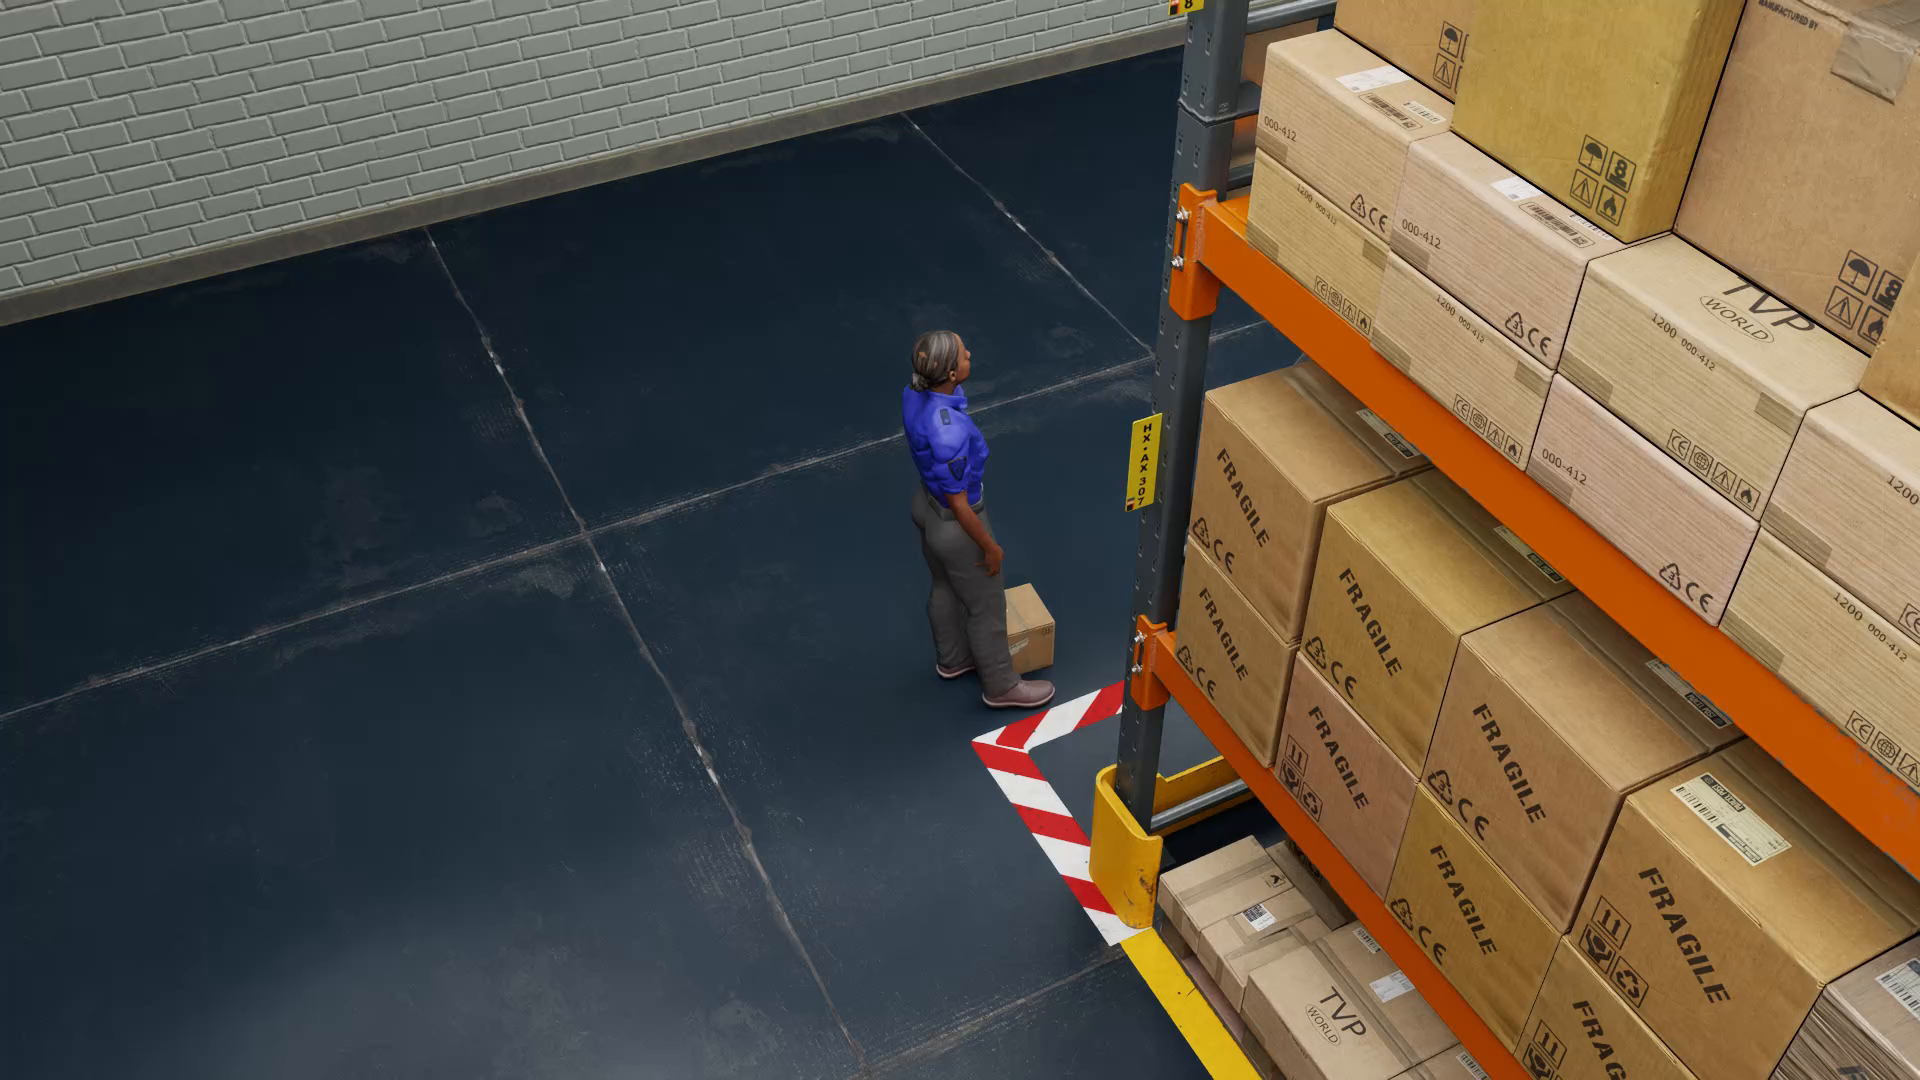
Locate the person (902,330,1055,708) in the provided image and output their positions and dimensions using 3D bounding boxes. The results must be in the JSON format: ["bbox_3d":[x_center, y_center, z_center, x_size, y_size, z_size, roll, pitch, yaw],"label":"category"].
[{"bbox_3d":[0.061,-0.086,6.247,0.503,1.656,0.569,-15,44,-16],"label":"person"}]
